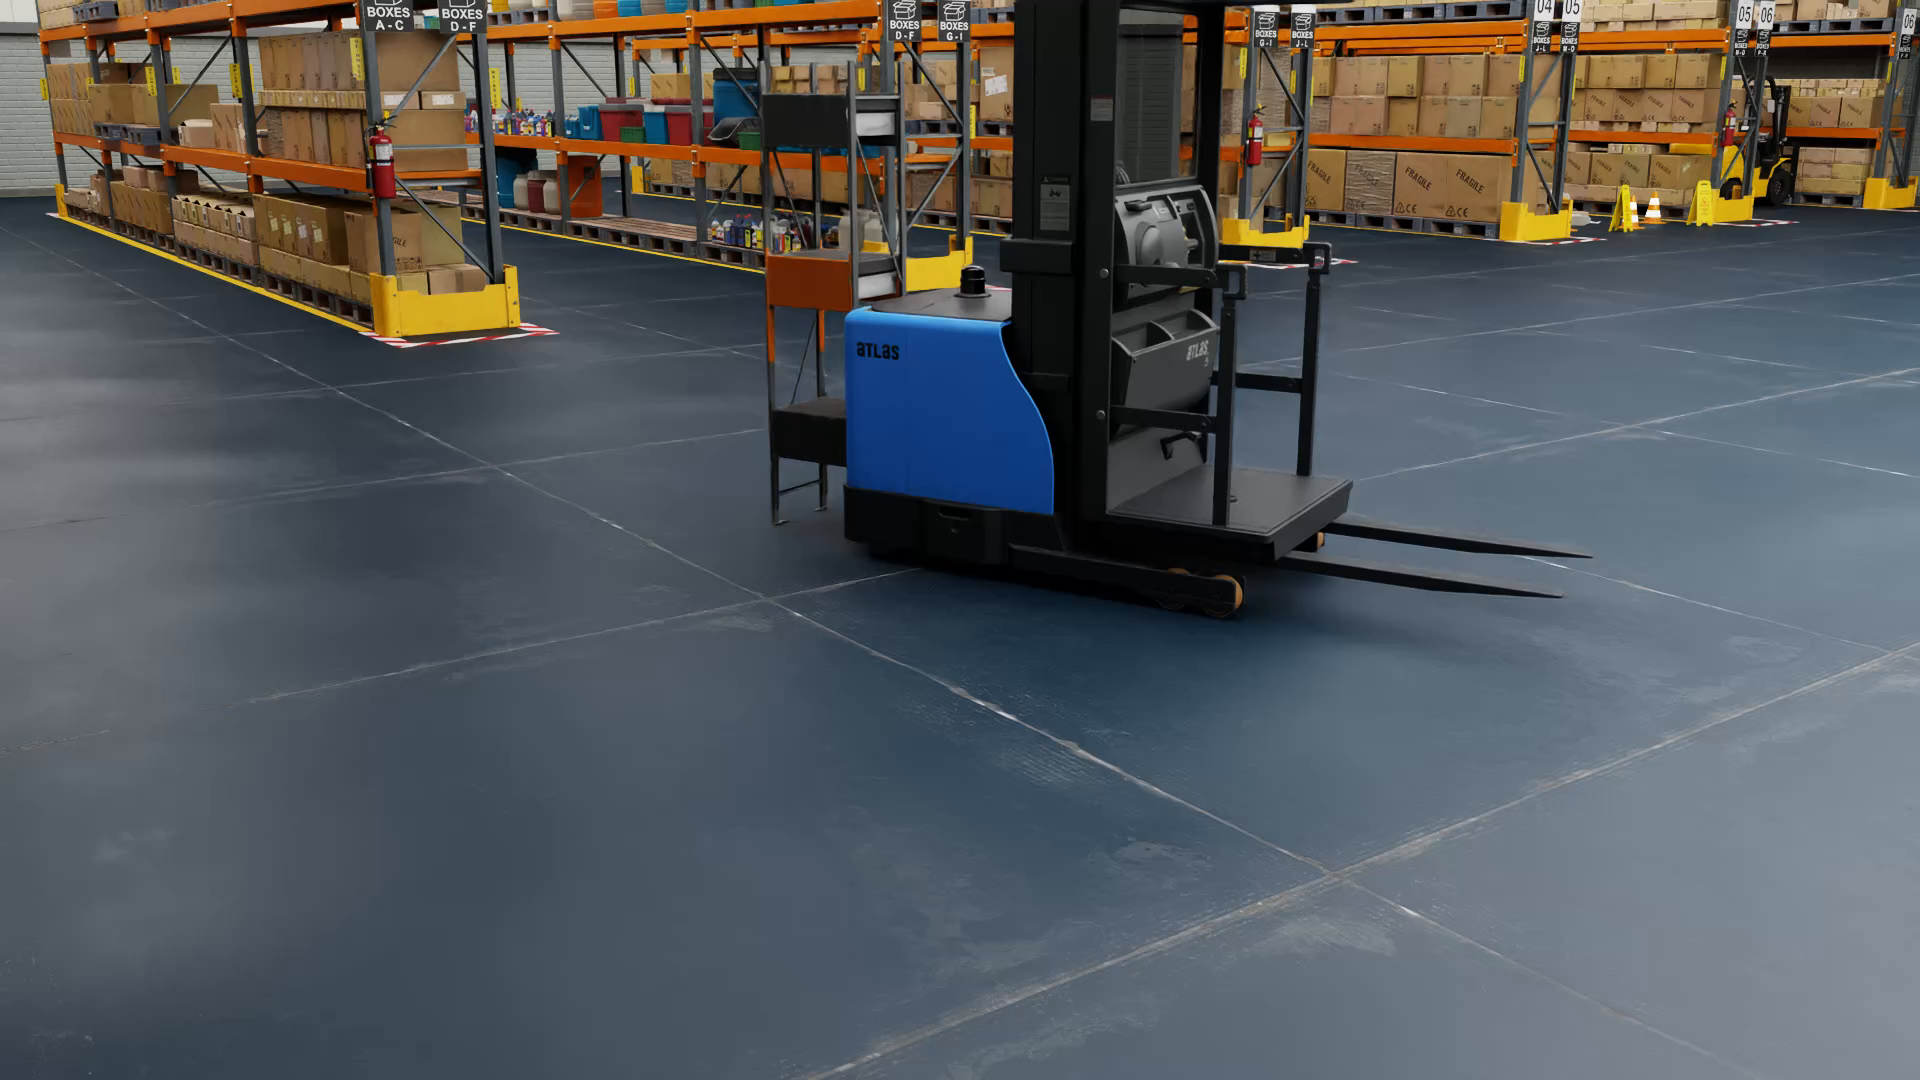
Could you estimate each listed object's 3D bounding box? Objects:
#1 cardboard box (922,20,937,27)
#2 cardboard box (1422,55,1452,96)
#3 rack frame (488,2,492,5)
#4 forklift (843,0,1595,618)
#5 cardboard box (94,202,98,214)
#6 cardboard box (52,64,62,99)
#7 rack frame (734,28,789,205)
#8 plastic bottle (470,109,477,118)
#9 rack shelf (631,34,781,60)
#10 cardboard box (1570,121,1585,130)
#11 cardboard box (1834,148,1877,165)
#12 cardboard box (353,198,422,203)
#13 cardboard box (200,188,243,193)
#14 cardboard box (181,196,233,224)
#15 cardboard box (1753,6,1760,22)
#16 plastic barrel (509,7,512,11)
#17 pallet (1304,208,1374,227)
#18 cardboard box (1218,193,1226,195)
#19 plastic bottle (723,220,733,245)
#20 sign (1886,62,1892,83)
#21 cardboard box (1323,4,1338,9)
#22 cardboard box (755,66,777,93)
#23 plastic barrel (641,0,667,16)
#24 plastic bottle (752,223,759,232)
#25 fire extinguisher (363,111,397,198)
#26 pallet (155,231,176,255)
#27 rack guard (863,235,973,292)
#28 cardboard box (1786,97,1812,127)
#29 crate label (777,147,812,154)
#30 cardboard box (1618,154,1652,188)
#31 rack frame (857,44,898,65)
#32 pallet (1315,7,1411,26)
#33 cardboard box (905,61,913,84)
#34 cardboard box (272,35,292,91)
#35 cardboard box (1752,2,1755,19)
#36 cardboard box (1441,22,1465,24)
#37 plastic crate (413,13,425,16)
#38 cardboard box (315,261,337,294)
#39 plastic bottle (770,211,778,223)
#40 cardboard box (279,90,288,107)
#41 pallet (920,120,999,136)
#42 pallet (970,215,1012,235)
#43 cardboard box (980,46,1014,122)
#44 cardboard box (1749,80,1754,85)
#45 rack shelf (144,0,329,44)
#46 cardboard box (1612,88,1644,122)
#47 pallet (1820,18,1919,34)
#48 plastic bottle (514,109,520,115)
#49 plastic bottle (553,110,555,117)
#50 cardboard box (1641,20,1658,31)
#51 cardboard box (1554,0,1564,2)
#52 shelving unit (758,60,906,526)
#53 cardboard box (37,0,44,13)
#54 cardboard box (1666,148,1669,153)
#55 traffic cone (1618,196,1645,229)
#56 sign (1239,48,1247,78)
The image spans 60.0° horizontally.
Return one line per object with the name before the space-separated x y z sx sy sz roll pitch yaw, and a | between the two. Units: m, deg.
cardboard box | -0.351 -7.498 23.890 0.500 0.250 0.500 -10 18 -33
cardboard box | 6.938 -6.443 23.106 0.875 0.550 0.550 -11 19 -35
rack frame | -7.391 -9.460 25.093 1.000 3.000 0.127 -11 19 -35
forklift | 1.023 -1.272 6.670 3.031 2.935 1.130 9 18 29
cardboard box | -12.233 -4.784 23.939 0.380 0.149 0.250 -11 19 -35
cardboard box | -13.391 -6.937 25.155 0.500 0.500 0.500 -11 19 -34
rack frame | -3.385 -7.335 28.694 1.000 3.000 0.127 -11 19 -35
plastic bottle | -7.422 -6.408 25.402 0.144 0.351 0.185 -11 19 -35
rack shelf | -4.561 -8.862 29.953 1.077 0.370 4.000 -11 19 -35
cardboard box | 10.006 -6.652 26.675 0.380 0.149 0.250 -11 19 -34
cardboard box | 15.177 -6.491 28.128 0.500 0.250 0.500 -10 18 -33
cardboard box | -5.359 -2.944 15.641 0.500 0.500 0.500 -11 19 -35
cardboard box | -9.397 -4.203 21.152 0.500 0.500 0.500 -12 19 -37
cardboard box | -8.662 -3.823 19.211 0.500 0.311 0.500 -11 19 -36
cardboard box | 13.975 -9.205 29.113 0.396 0.266 0.258 -11 19 -36
plastic barrel | -6.264 -8.117 24.123 0.600 0.901 0.708 -11 19 -35
pallet | 5.774 -4.856 24.917 1.003 0.211 1.213 -11 19 -35
cardboard box | 2.938 -4.028 20.550 0.500 0.500 0.500 -6 16 -20
plastic bottle | -2.642 -3.556 19.211 0.152 0.276 0.135 -10 18 -33
sign | 15.253 -7.674 27.289 0.100 0.325 0.005 -11 19 -35
cardboard box | 5.484 -7.766 24.077 0.380 0.149 0.250 -11 19 -34
cardboard box | -3.002 -7.732 28.055 0.797 0.503 0.637 -11 19 -36
plastic barrel | -3.546 -6.761 19.965 0.600 0.901 0.600 0 15 0
plastic bottle | -2.320 -3.452 18.840 0.097 0.271 0.097 0 15 0
fire extinguisher | -4.650 -3.101 13.371 0.296 0.674 0.183 -11 19 -35
pallet | -9.456 -3.764 20.930 1.003 0.211 1.213 -11 19 -35
rack guard | -0.418 -2.807 16.885 1.175 0.500 0.348 -11 19 -35
cardboard box | 14.599 -7.416 28.801 0.500 0.500 0.500 -11 19 -36
crate label | -1.636 -4.372 17.801 0.502 0.435 0.616 -11 19 -35
cardboard box | 10.696 -5.790 26.043 0.500 0.500 0.500 -10 18 -33
rack frame | -1.665 -8.938 34.549 1.000 3.000 0.127 -11 19 -35
pallet | 5.863 -7.603 24.158 1.003 0.211 1.213 -11 19 -35
cardboard box | -0.724 -9.145 32.659 0.500 0.500 0.500 -12 19 -36
cardboard box | -6.132 -4.562 15.917 0.700 0.500 0.500 -11 19 -35
cardboard box | 11.607 -7.978 25.080 0.500 0.250 0.500 -11 19 -36
cardboard box | 8.581 -8.953 28.412 0.500 0.250 0.500 -11 19 -34
plastic crate | -9.067 -8.468 27.270 0.504 0.338 0.767 -11 19 -35
cardboard box | -5.498 -2.392 15.047 0.500 0.250 0.500 -11 19 -35
plastic bottle | -2.192 -3.677 19.514 0.144 0.351 0.185 -11 19 -35
cardboard box | -6.239 -4.199 15.819 0.380 0.149 0.250 -11 19 -35
pallet | 0.164 -5.972 24.077 1.003 0.211 1.213 -11 19 -35
pallet | 0.860 -4.448 23.427 1.003 0.211 1.213 -11 19 -35
cardboard box | 0.965 -6.310 23.017 1.000 1.000 1.000 -11 19 -34
cardboard box | 14.117 -8.064 29.375 0.380 0.149 0.250 -11 19 -35
rack shelf | -7.872 -5.617 18.097 1.077 0.370 4.000 -11 19 -35
cardboard box | 10.563 -6.791 25.952 0.500 0.500 0.500 -11 19 -35
pallet | 15.305 -8.641 27.952 1.003 0.211 1.213 -11 19 -35
plastic bottle | -6.702 -6.375 25.278 0.144 0.351 0.185 -11 19 -35
plastic bottle | -5.938 -6.162 24.501 0.144 0.351 0.185 -11 19 -35
cardboard box | 10.670 -7.890 25.514 0.380 0.149 0.250 -11 19 -35
cardboard box | 7.800 -7.220 22.084 0.380 0.149 0.250 -11 19 -34
shelving unit | -0.564 -1.088 7.573 0.503 2.100 0.431 10 18 32
cardboard box | -13.660 -8.118 25.209 0.500 0.250 0.500 -11 19 -35
cardboard box | 13.032 -7.103 31.549 0.875 0.625 0.625 -10 18 -32
traffic cone | 9.693 -4.734 23.996 0.336 0.463 0.334 -11 19 -35
sign | 3.210 -5.402 18.838 0.100 0.325 0.005 -11 19 -35
